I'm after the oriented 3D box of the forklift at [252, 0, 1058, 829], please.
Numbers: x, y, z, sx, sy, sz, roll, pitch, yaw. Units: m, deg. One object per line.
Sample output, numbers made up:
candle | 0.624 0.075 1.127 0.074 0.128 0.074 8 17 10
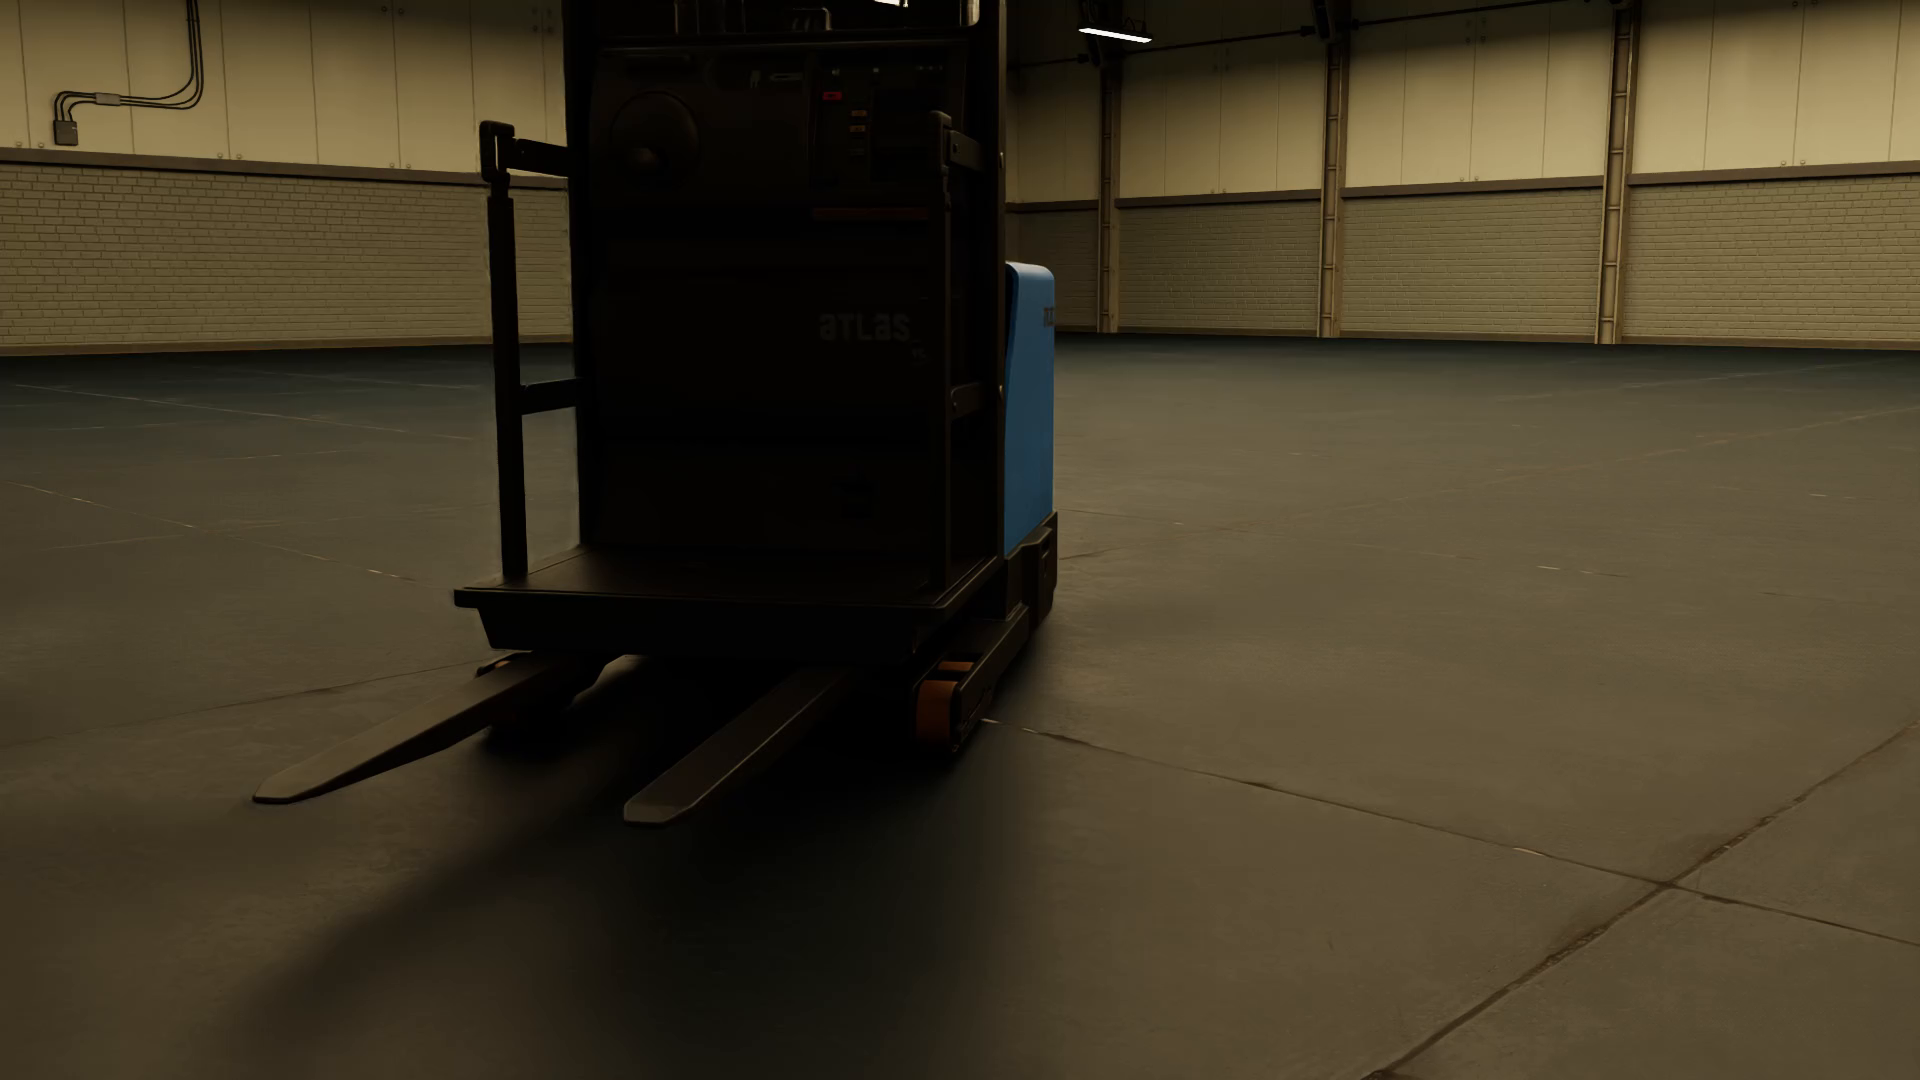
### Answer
forklift | -0.478 -1.041 3.788 1.130 2.935 3.031 2 9 11
